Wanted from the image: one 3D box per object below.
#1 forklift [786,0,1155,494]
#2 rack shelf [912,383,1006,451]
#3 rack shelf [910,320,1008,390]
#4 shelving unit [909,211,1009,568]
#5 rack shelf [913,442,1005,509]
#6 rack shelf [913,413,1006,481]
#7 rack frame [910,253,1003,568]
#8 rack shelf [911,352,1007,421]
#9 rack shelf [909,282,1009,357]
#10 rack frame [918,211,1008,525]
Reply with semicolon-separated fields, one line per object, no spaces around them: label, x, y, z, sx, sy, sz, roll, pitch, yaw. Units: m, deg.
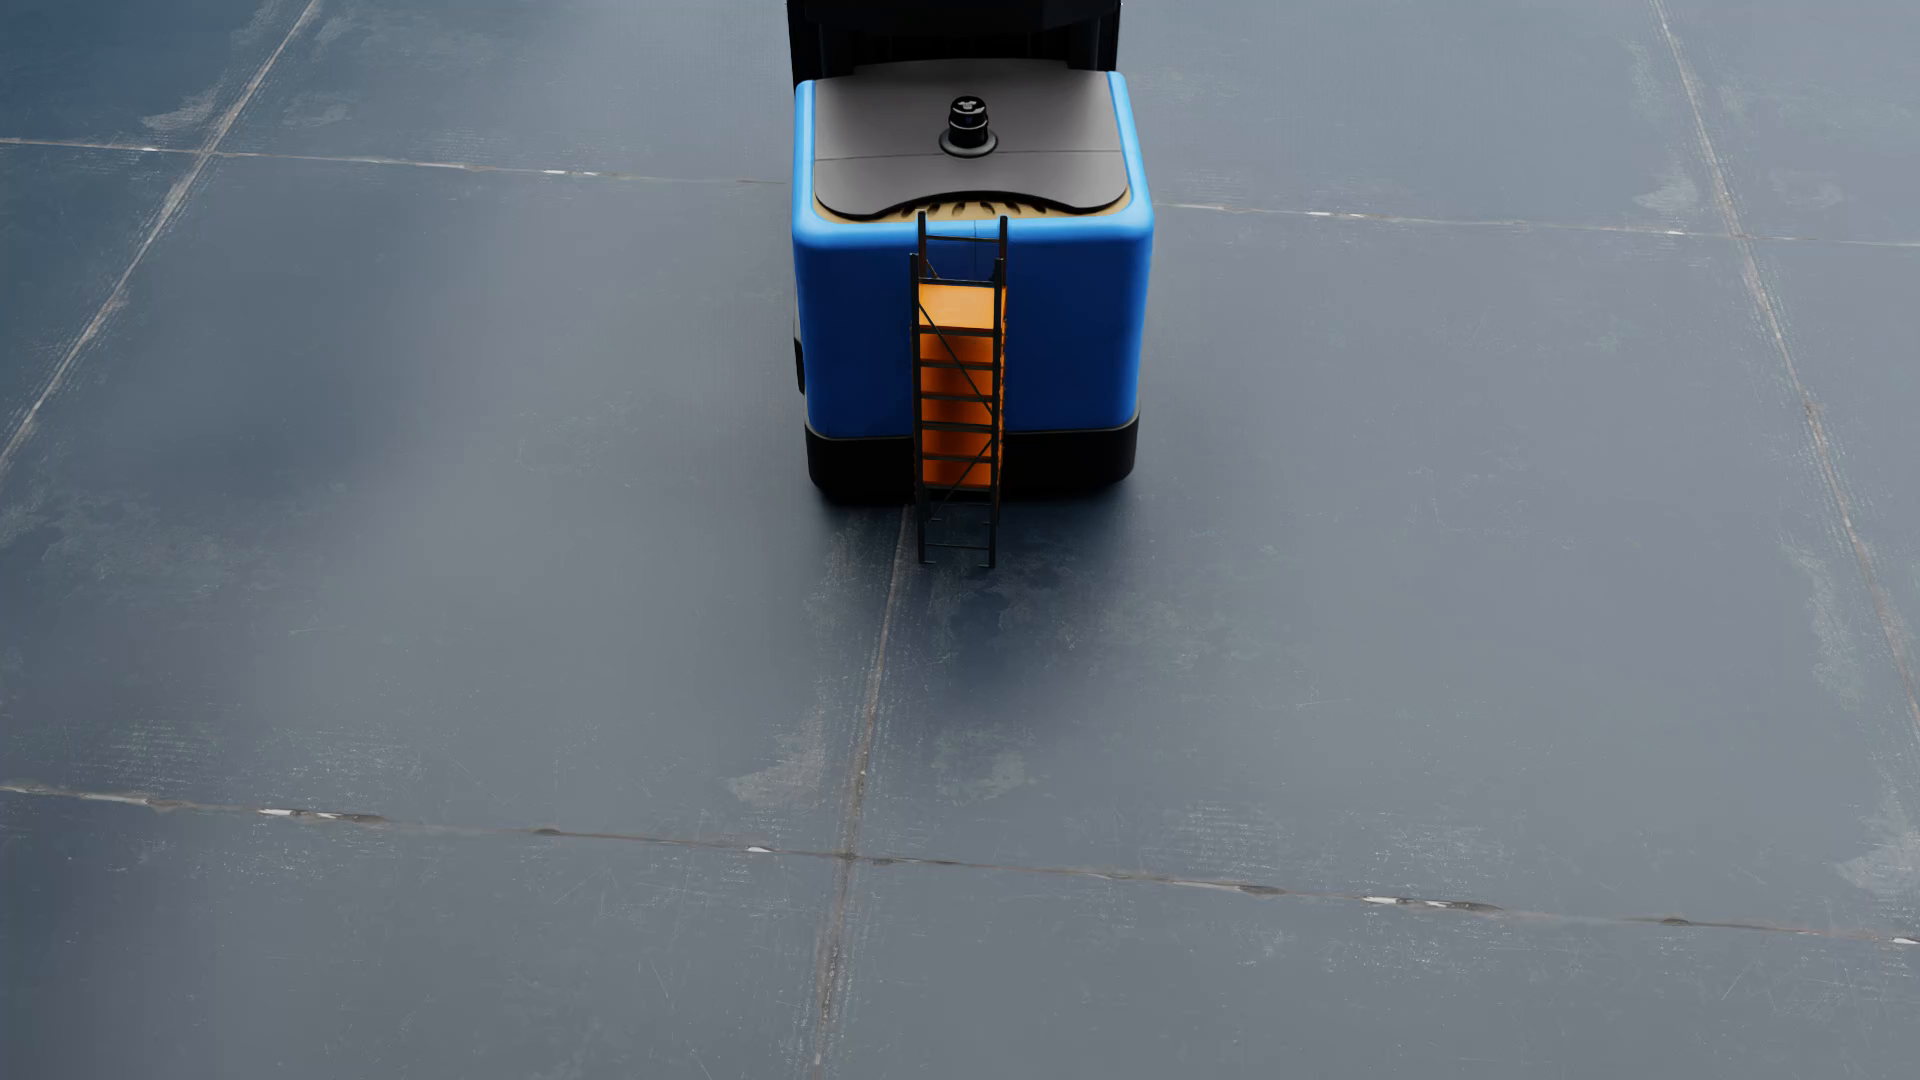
forklift;-0.033;-2.217;5.291;1.130;2.935;3.031;-2;48;-2
rack shelf;-0.001;-0.364;4.830;0.258;0.103;0.180;4;48;4
rack shelf;-0.001;-0.526;4.653;0.258;0.103;0.180;4;48;4
shelving unit;-0.001;-0.394;4.798;0.258;1.200;0.189;4;48;4
rack shelf;-0.001;-0.202;5.007;0.258;0.103;0.180;4;48;4
rack shelf;-0.001;-0.283;4.919;0.258;0.103;0.180;4;48;4
rack frame;-0.010;-0.327;4.736;0.240;1.200;0.006;4;48;4
rack shelf;-0.001;-0.445;4.742;0.258;0.103;0.180;4;48;4
rack shelf;-0.001;-0.607;4.565;0.258;0.103;0.180;4;48;4
rack frame;0.007;-0.462;4.859;0.240;1.200;0.006;4;48;4
